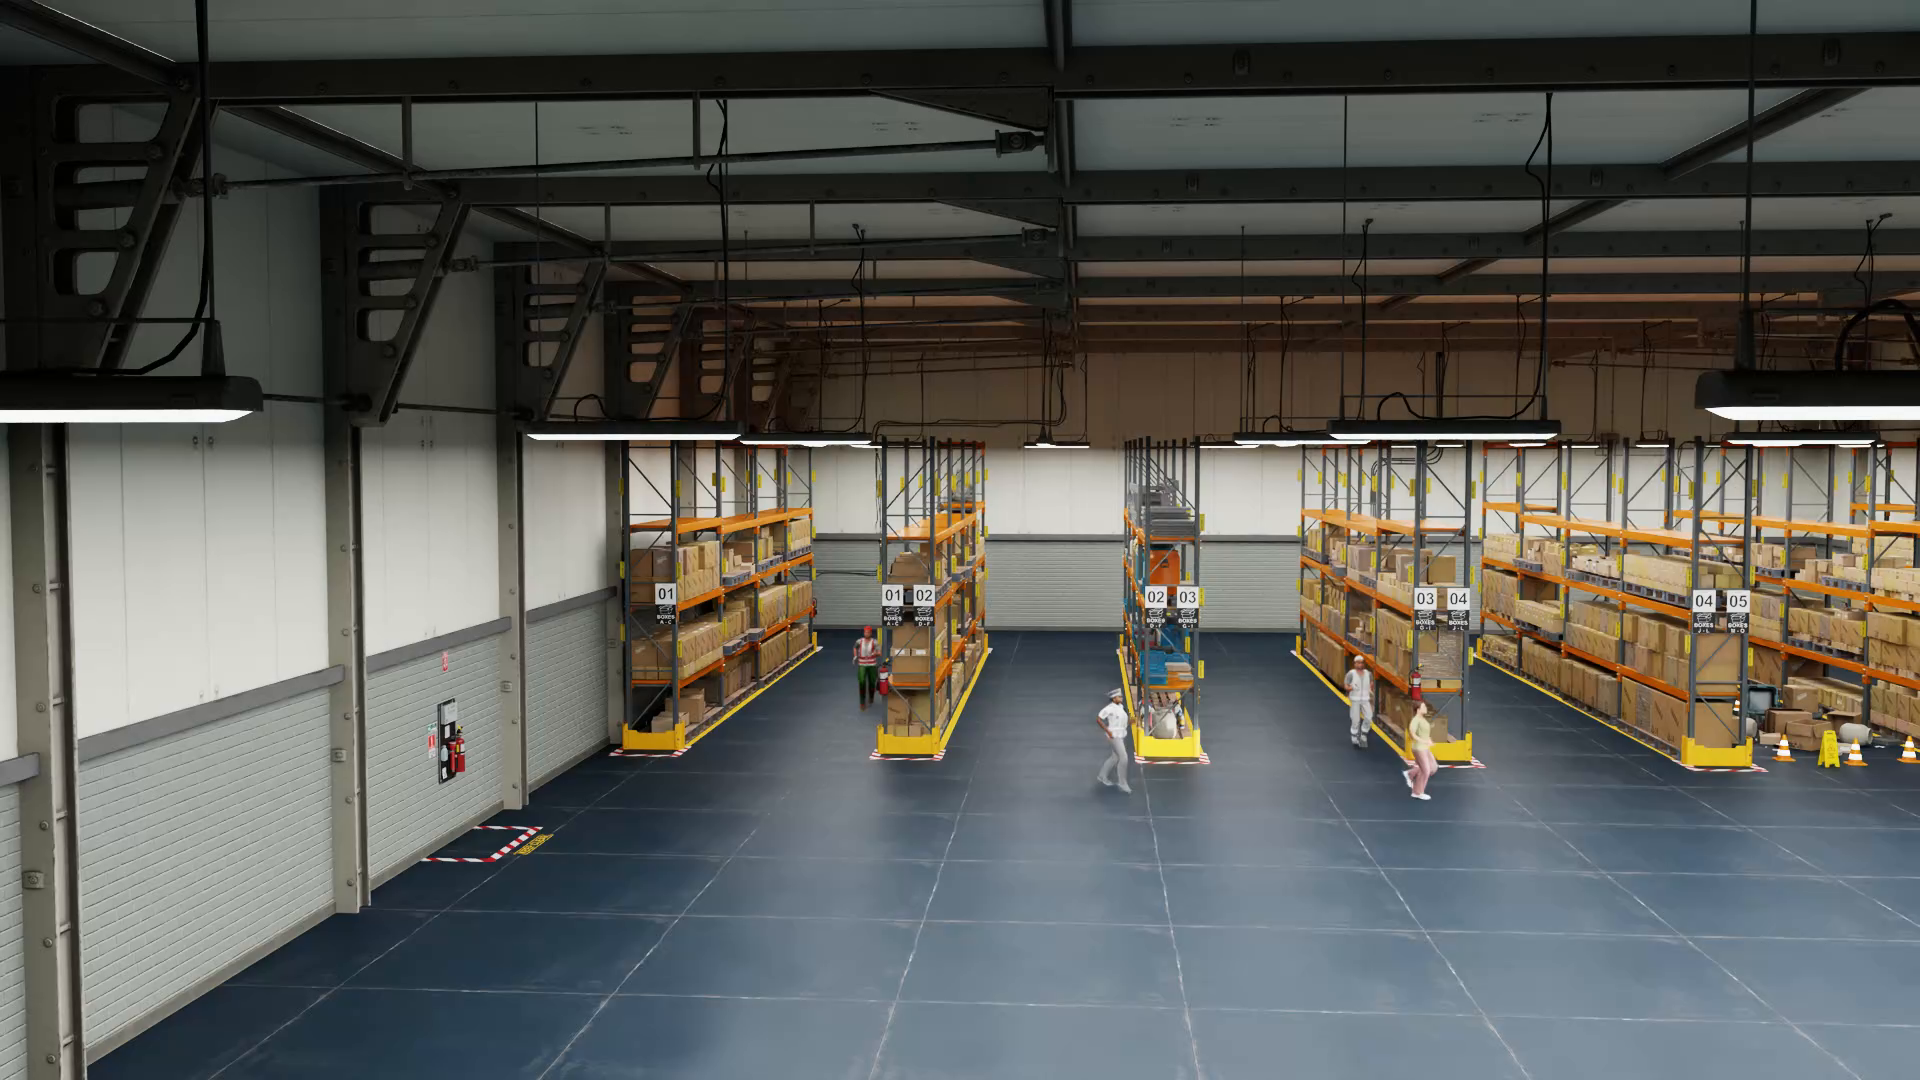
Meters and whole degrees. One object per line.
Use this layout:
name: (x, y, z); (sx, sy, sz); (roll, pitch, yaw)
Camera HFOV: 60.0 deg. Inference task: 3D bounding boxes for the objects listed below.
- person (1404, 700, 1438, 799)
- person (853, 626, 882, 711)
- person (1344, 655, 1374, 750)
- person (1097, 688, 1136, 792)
person: (7.598, 3.449, 27.397); (0.501, 1.629, 0.581); (2, 4, 32)
person: (-2.069, 2.833, 37.079); (0.650, 1.840, 0.826); (0, 3, 0)
person: (7.689, 3.127, 31.912); (0.632, 1.814, 0.680); (0, 3, 0)
person: (2.636, 3.370, 28.102); (0.713, 1.752, 0.559); (2, 3, 28)
